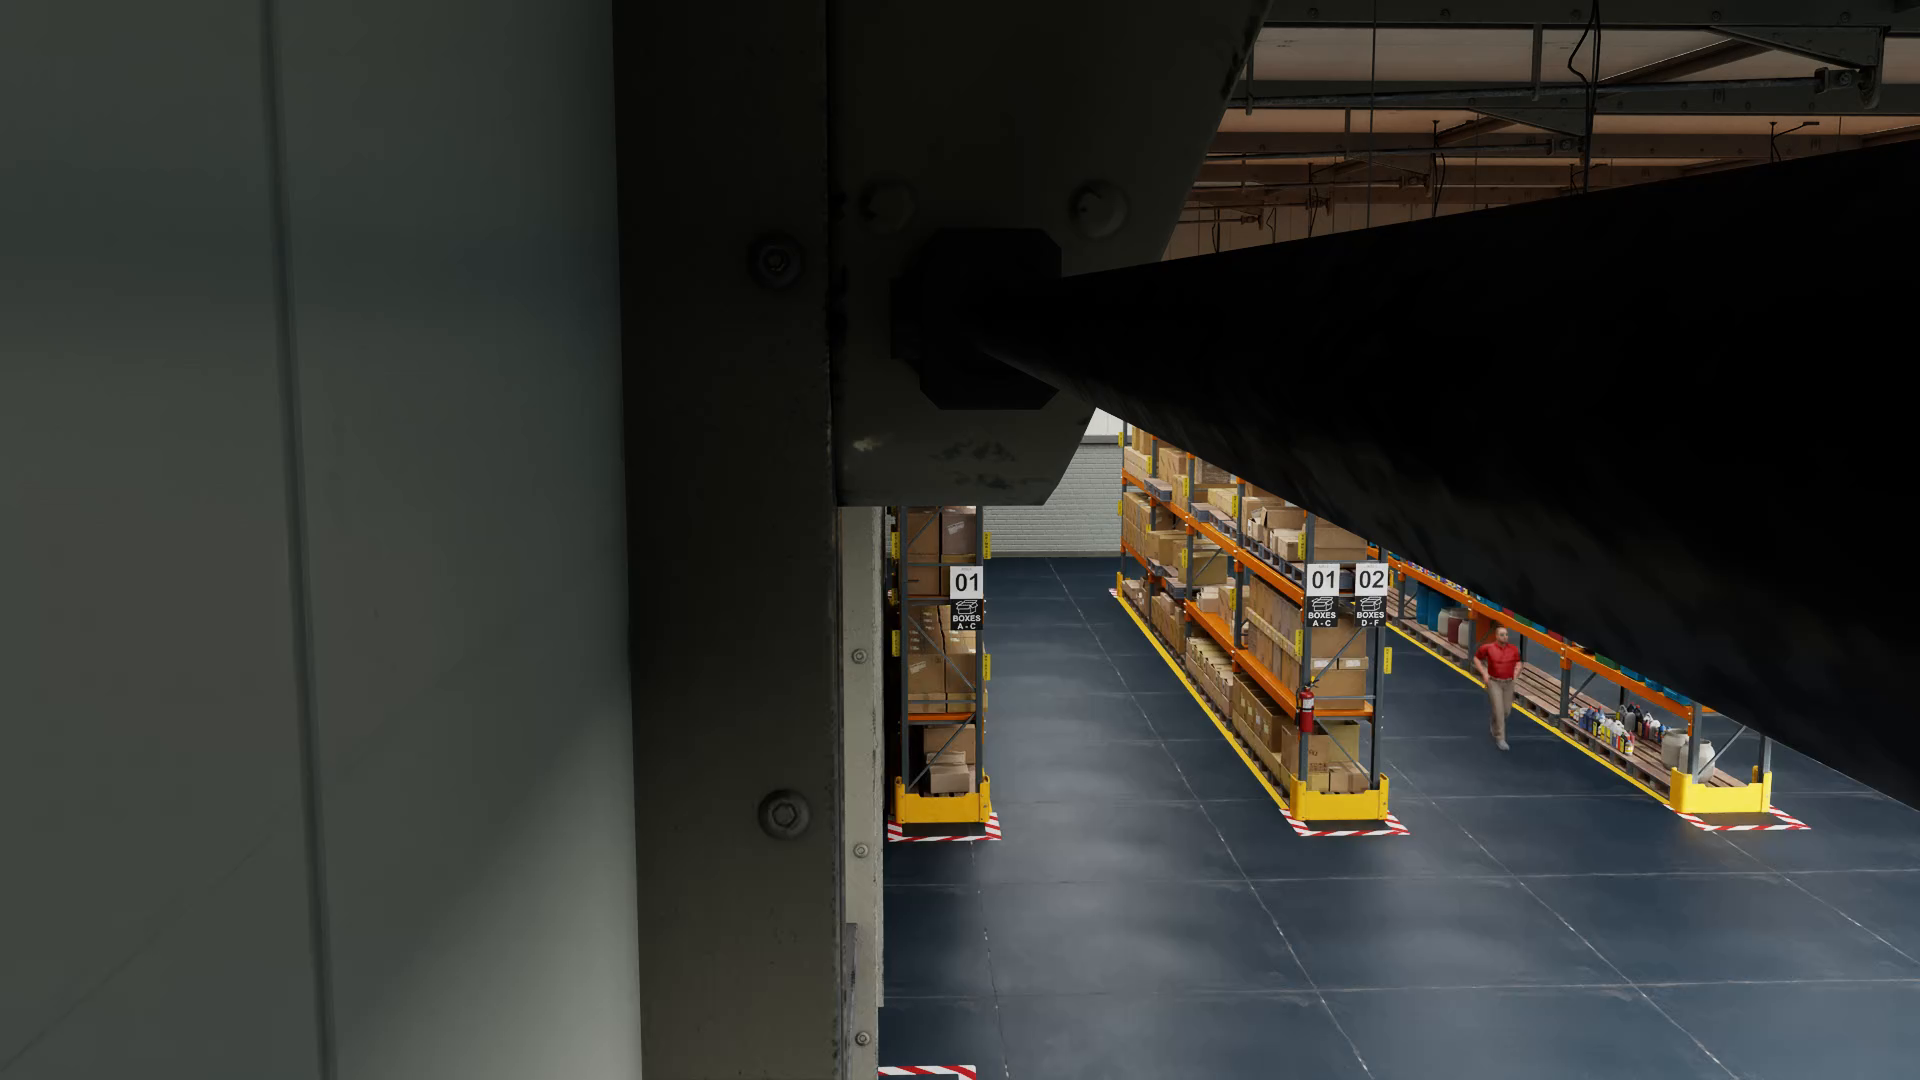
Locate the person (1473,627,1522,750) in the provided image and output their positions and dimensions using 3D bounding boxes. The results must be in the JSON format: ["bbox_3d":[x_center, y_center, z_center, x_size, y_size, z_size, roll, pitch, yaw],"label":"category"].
[{"bbox_3d":[7.797,2.103,24.056,0.667,1.724,0.860,-1,8,-6],"label":"person"}]
